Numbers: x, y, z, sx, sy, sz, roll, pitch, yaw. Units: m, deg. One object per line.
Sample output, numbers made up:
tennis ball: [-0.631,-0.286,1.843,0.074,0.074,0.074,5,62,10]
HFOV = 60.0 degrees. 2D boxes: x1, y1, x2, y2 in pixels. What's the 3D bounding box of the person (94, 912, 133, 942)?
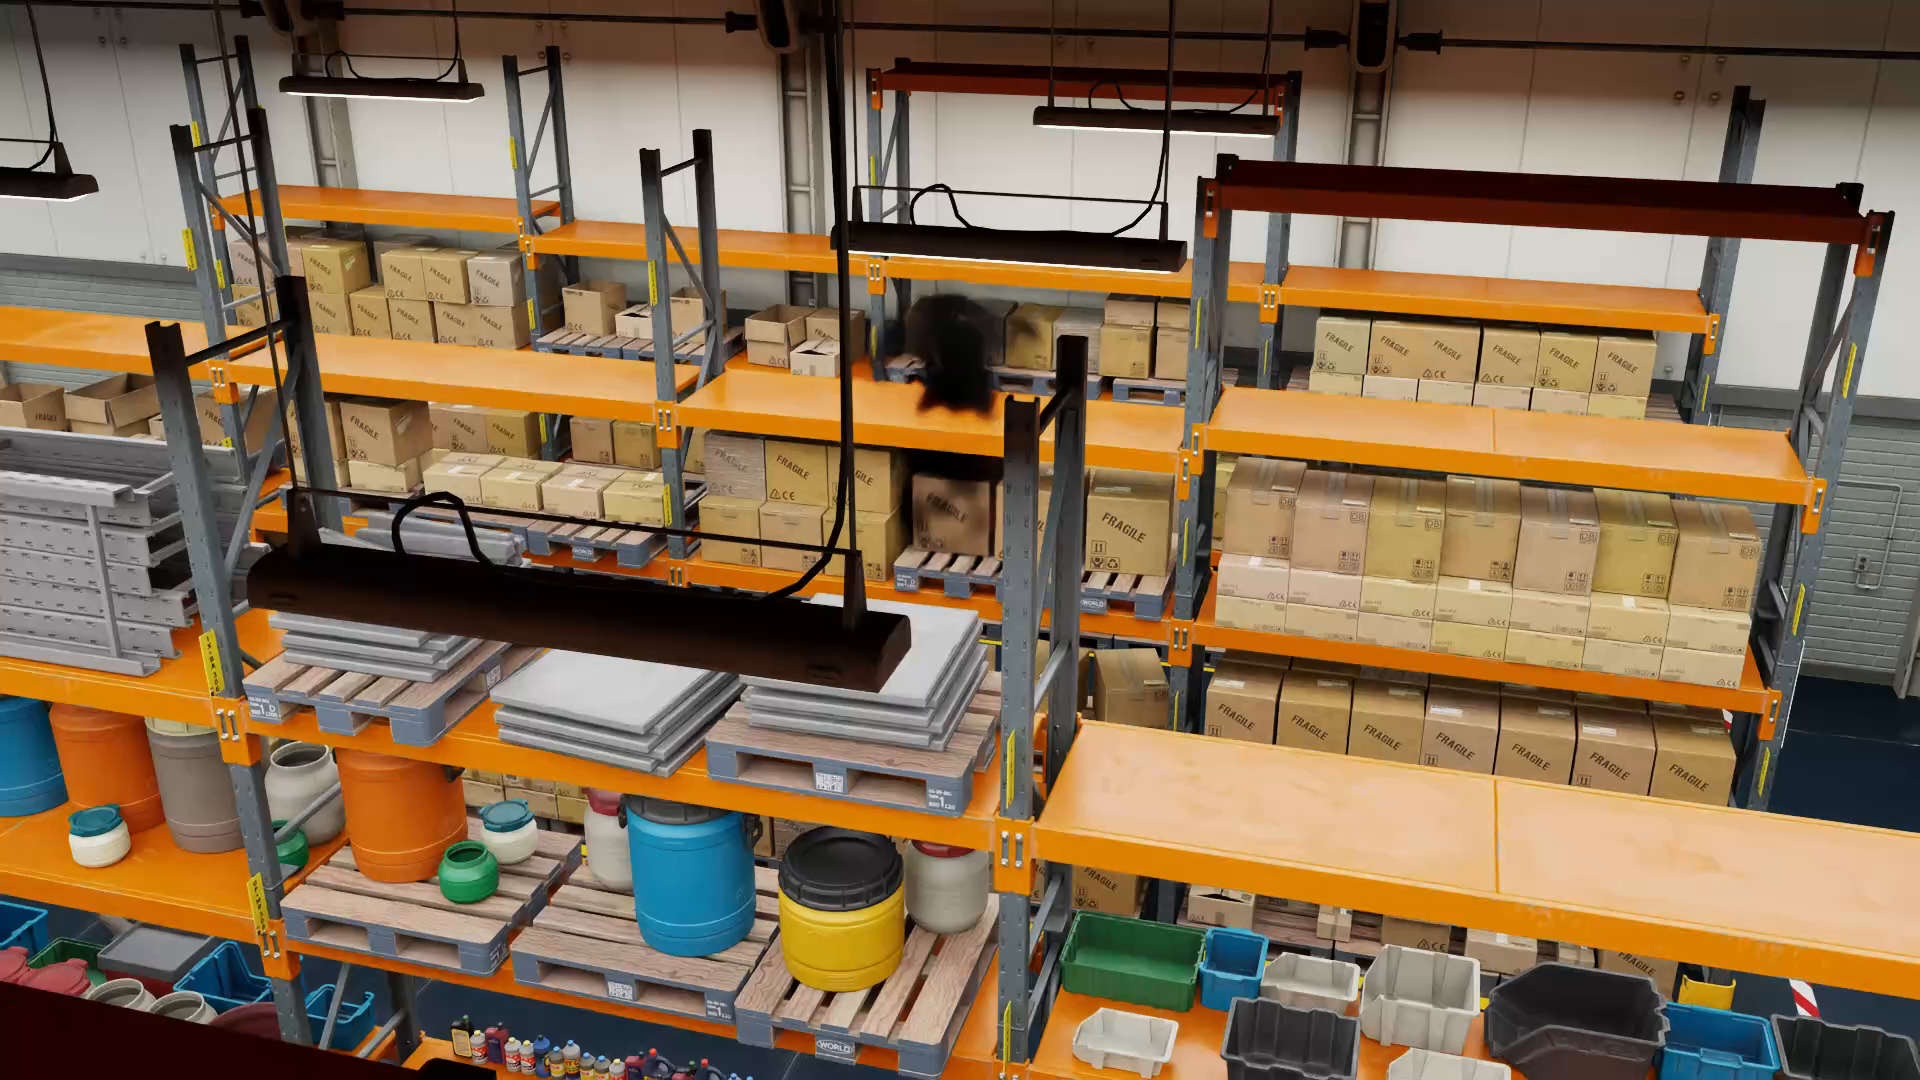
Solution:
person: [-6.738,2.372,12.744,0.833,1.745,0.716,14,26,30]
